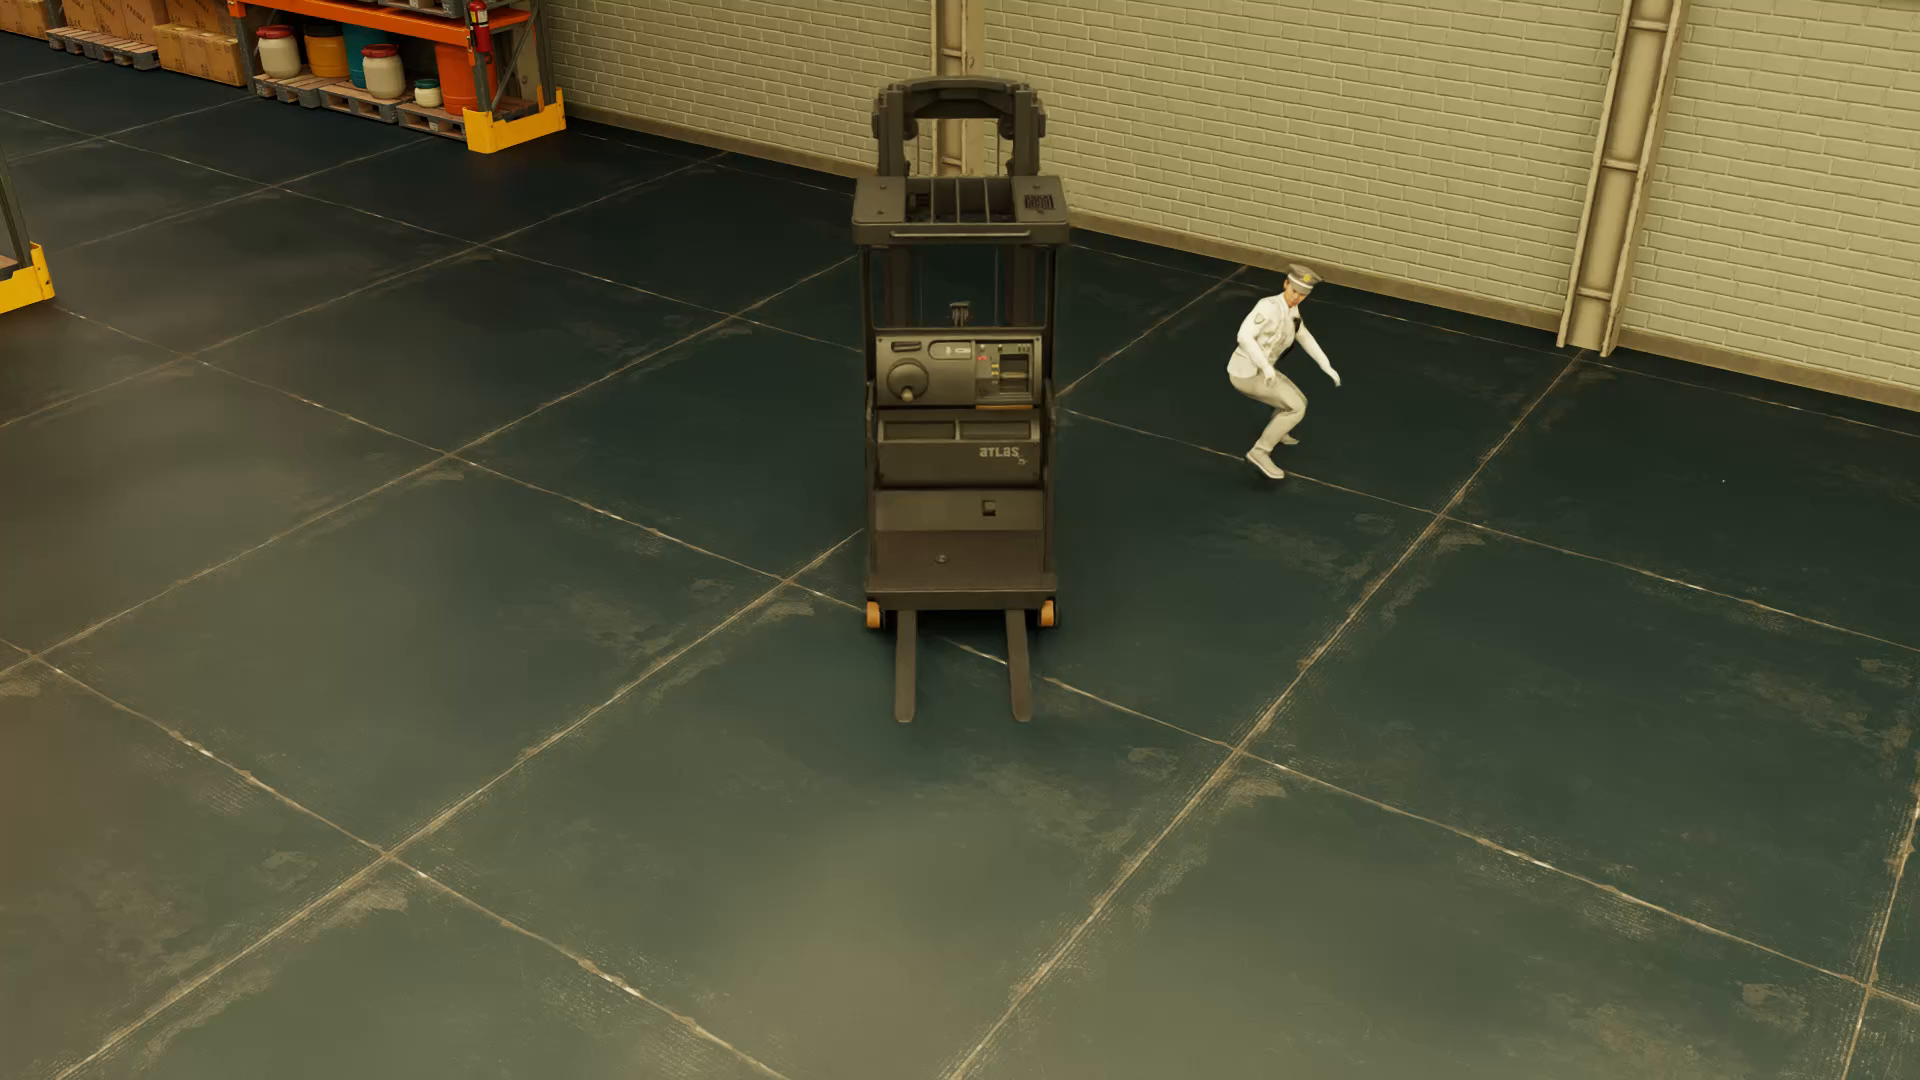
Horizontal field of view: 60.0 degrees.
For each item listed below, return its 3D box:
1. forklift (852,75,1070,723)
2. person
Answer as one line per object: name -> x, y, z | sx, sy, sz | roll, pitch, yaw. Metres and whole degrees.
forklift -> 0.000, -0.911, 9.150 | 1.130, 2.935, 3.031 | 0, 30, -1
person -> 2.145, -1.133, 11.084 | 0.654, 1.468, 0.839 | 15, 33, 24
